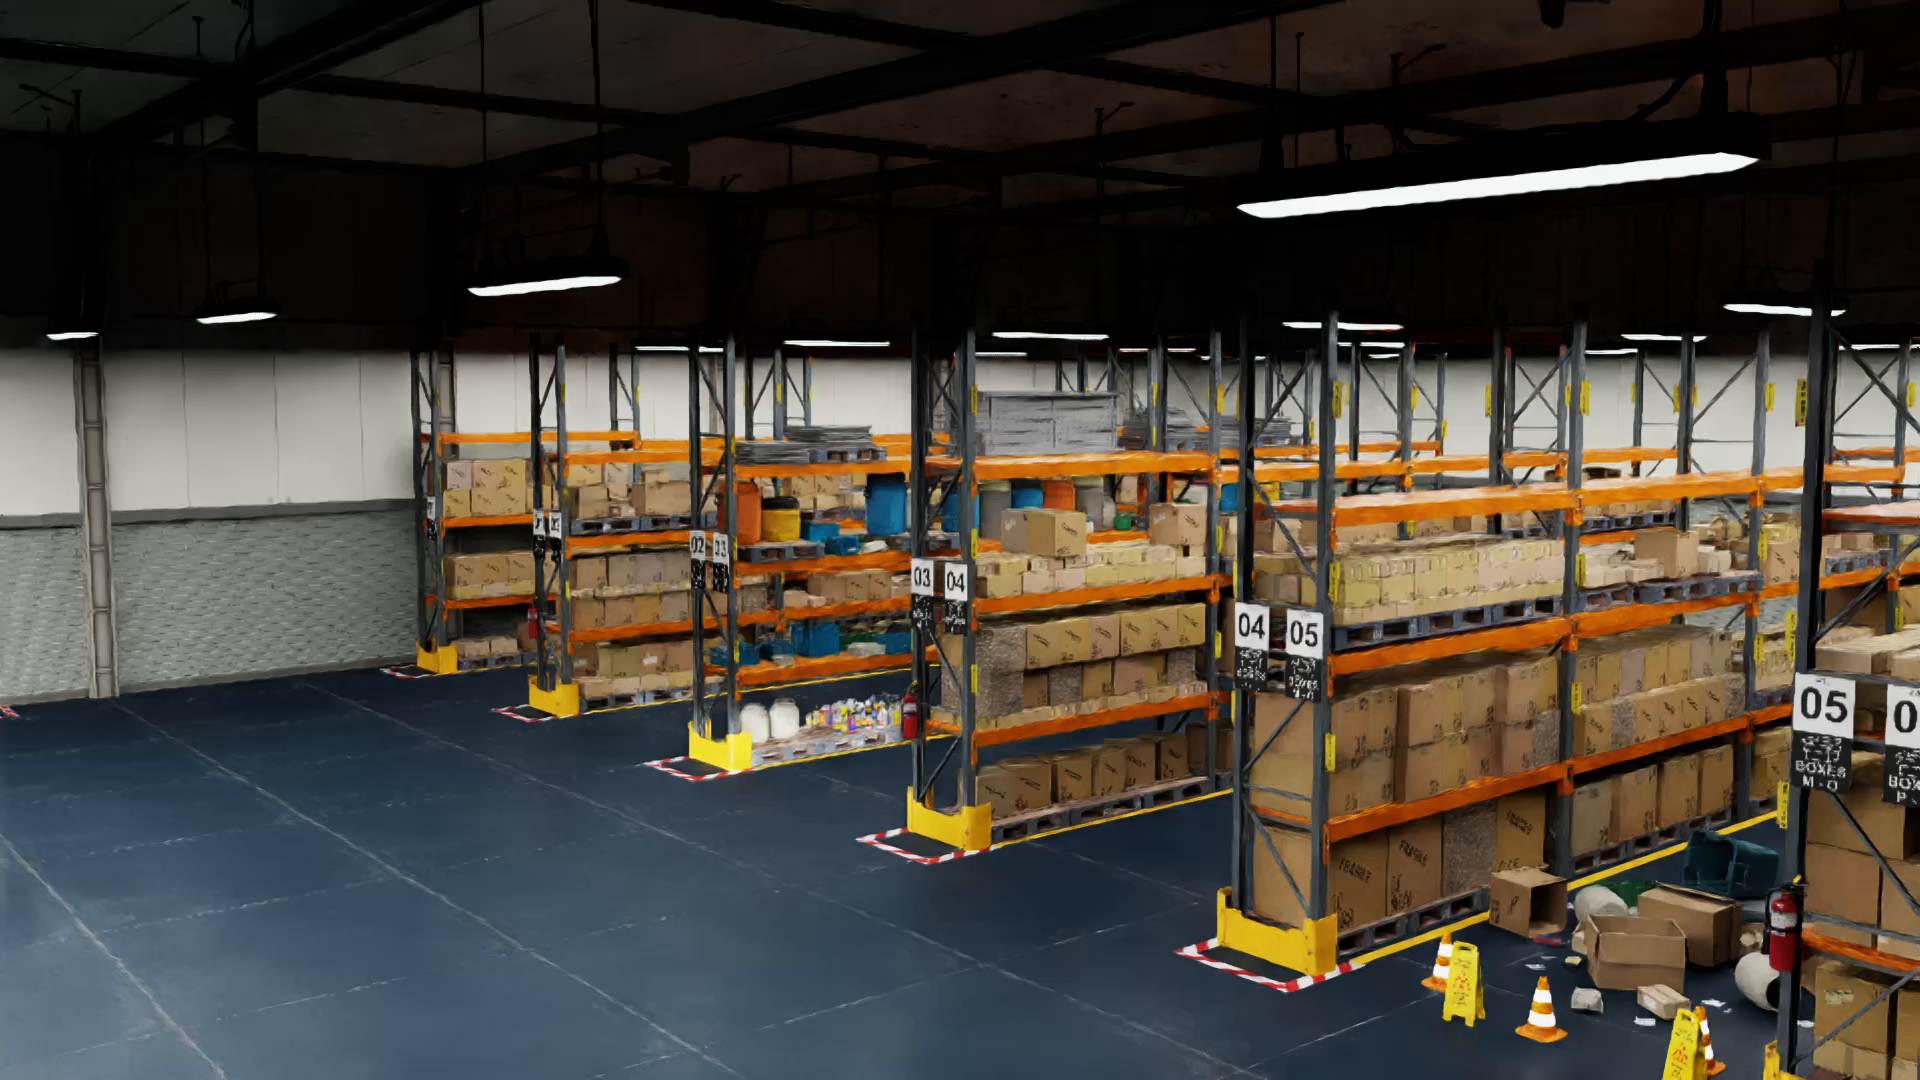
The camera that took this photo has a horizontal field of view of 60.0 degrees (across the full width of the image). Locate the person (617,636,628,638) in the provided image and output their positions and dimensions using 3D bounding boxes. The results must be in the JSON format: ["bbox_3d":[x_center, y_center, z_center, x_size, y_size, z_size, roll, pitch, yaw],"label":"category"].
[{"bbox_3d":[-6.341,1.486,31.192,0.575,1.611,0.625,-5,7,-42],"label":"person"}]
